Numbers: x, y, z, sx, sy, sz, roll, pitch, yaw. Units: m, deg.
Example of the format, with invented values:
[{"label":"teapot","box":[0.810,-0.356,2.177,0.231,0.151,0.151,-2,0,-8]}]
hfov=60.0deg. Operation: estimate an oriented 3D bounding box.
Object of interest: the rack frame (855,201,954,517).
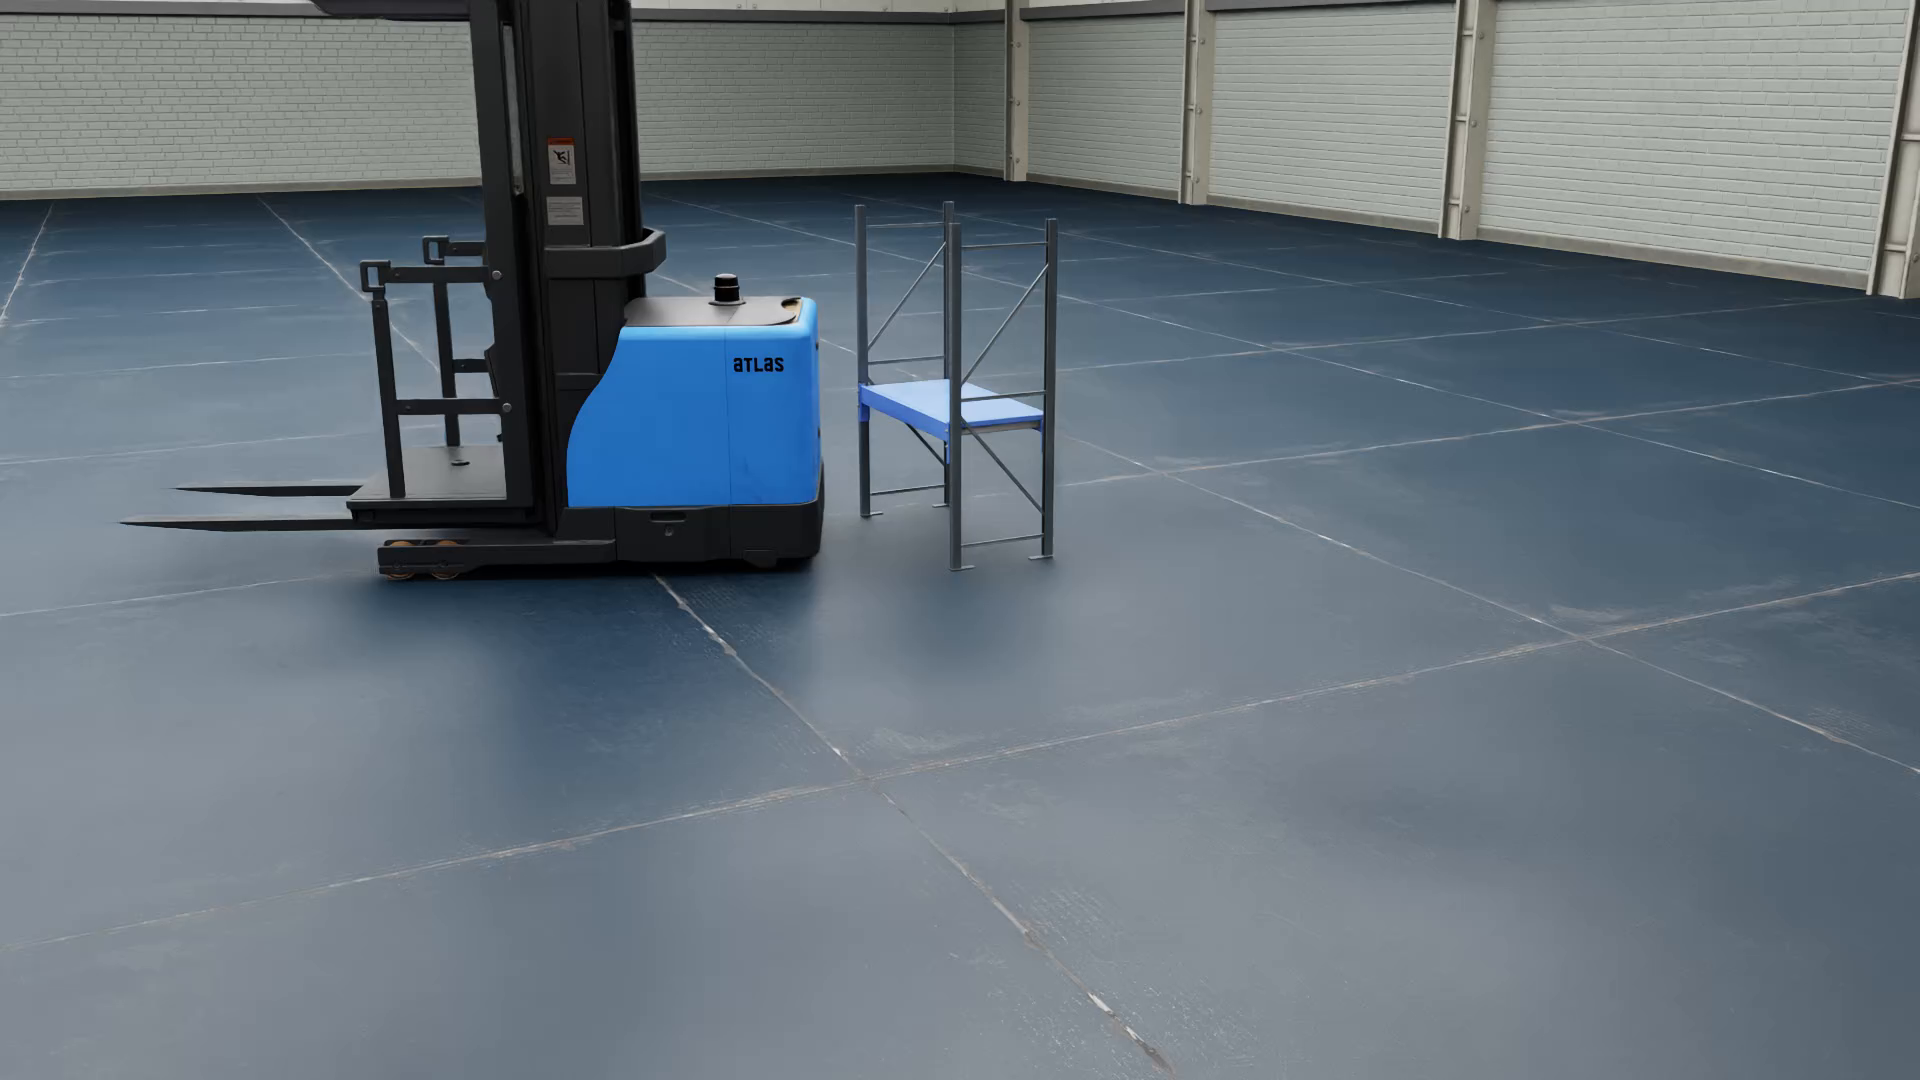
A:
[{"label":"rack frame","box":[-0.260,-0.868,8.057,0.500,1.500,0.032,-8,18,-25]}]

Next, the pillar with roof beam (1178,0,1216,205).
[{"label":"pillar with roof beam","box":[-0.190,-9.117,23.206,9.100,9.000,0.400,-8,18,-25]}]

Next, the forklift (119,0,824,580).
[{"label":"forklift","box":[-2.154,-1.385,7.263,3.031,2.935,1.130,-1,16,-3]}]

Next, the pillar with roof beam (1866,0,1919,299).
[{"label":"pillar with roof beam","box":[5.067,-6.141,12.837,9.100,9.000,0.400,-8,18,-25]}]

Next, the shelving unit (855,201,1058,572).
[{"label":"shelving unit","box":[-0.037,-0.742,7.617,0.538,1.500,1.048,-8,18,-25]}]

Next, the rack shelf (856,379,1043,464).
[{"label":"rack shelf","box":[-0.037,-0.569,7.667,0.538,0.185,1.000,-8,18,-25]}]

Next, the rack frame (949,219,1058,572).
[{"label":"rack frame","box":[0.185,-0.616,7.178,0.500,1.500,0.032,-8,18,-25]}]

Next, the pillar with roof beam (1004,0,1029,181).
[{"label":"pillar with roof beam","box":[-2.818,-10.605,28.390,9.100,9.000,0.400,-8,18,-25]}]

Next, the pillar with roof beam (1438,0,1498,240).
[{"label":"pillar with roof beam","box":[2.439,-7.629,18.022,9.100,9.000,0.400,-8,18,-25]}]
